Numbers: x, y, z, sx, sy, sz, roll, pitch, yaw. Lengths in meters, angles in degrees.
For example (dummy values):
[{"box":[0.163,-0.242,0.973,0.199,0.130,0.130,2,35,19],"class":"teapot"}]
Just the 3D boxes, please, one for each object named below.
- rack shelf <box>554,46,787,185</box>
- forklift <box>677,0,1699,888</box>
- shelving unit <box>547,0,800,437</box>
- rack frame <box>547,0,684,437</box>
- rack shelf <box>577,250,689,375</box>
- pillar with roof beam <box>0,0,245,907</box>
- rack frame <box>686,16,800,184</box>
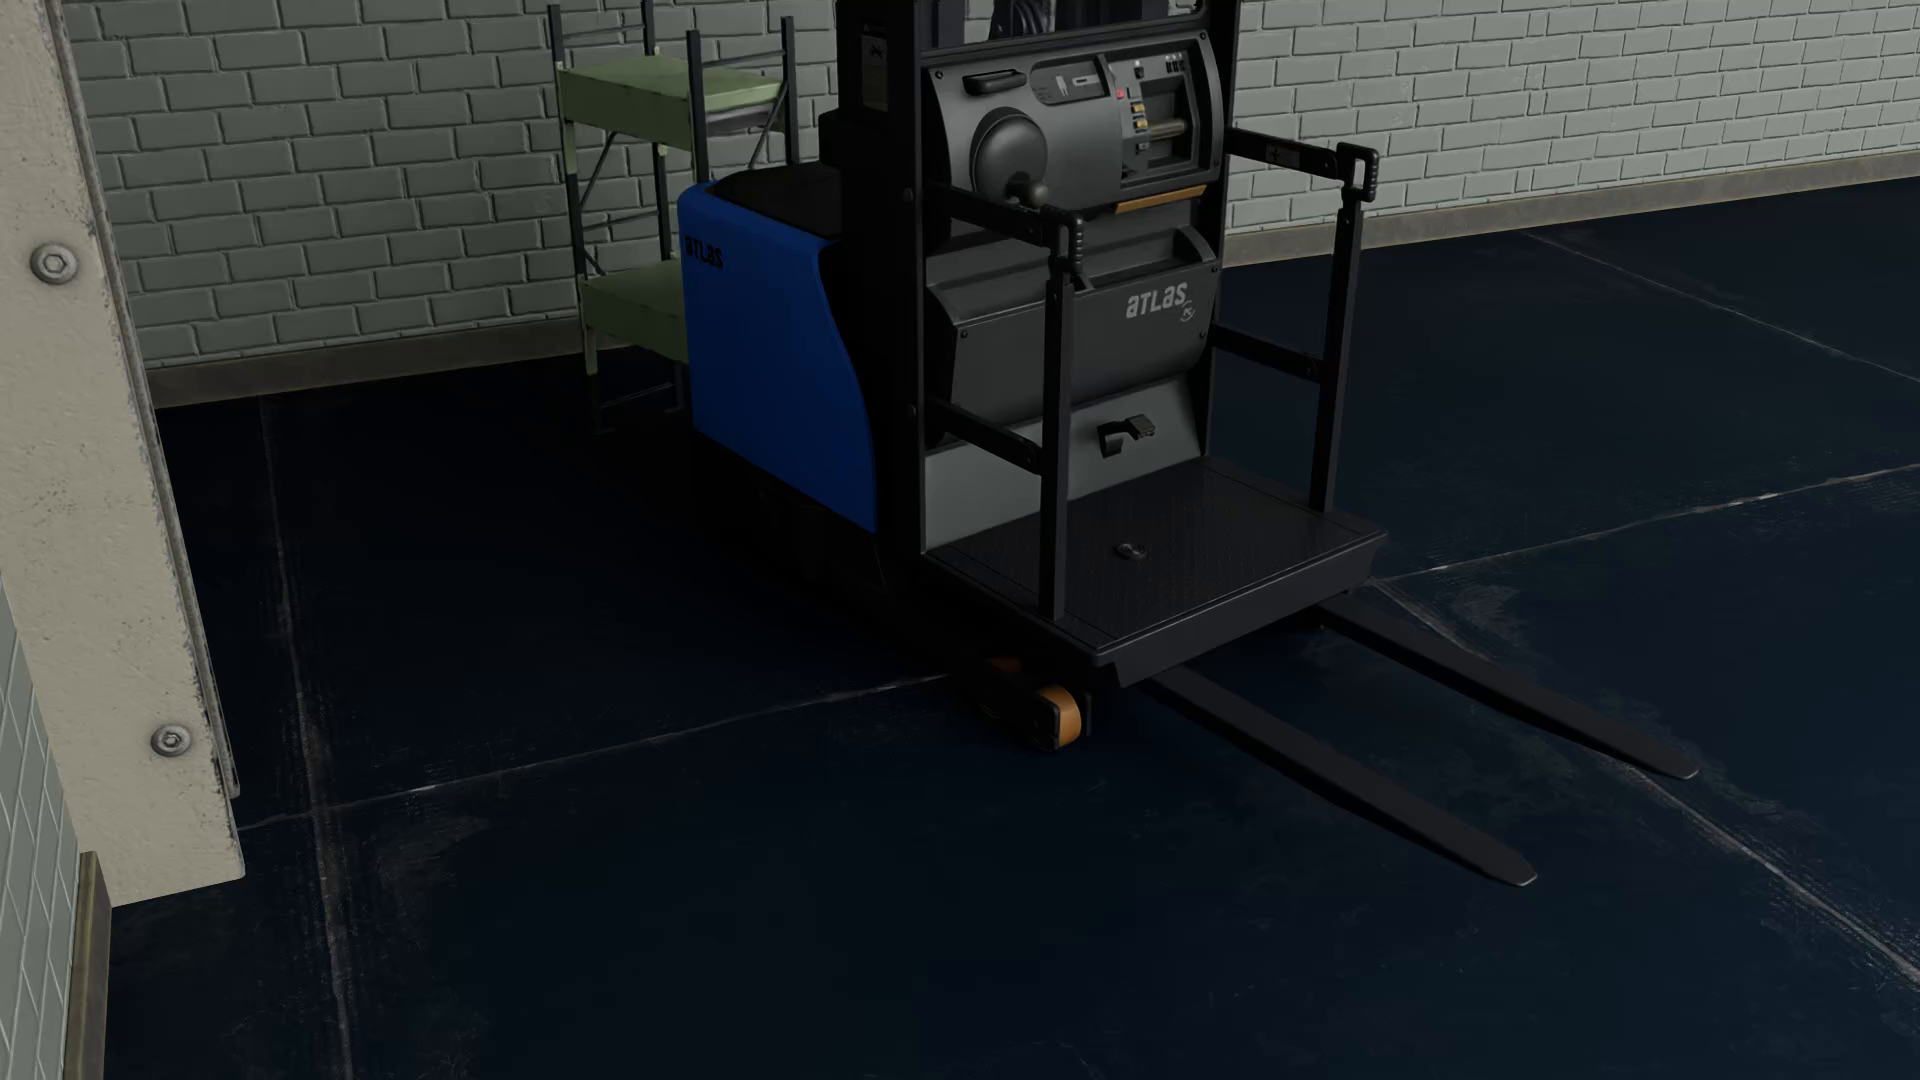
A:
[{"box":[-0.925,-1.352,5.420,0.720,0.370,0.431,23,34,39],"class":"rack shelf"},{"box":[0.444,-1.035,4.030,1.130,2.935,3.031,-19,32,-34],"class":"forklift"},{"box":[-0.925,-1.001,5.591,0.755,1.500,0.431,23,34,39],"class":"shelving unit"},{"box":[-1.187,-1.113,5.821,0.023,1.500,0.400,23,34,39],"class":"rack frame"},{"box":[-0.925,-0.708,5.734,0.720,0.370,0.431,23,34,39],"class":"rack shelf"},{"box":[2.146,-4.085,3.361,9.100,9.000,0.400,-11,28,-21],"class":"pillar with roof beam"},{"box":[-0.663,-0.889,5.362,0.023,1.500,0.400,23,34,39],"class":"rack frame"}]
